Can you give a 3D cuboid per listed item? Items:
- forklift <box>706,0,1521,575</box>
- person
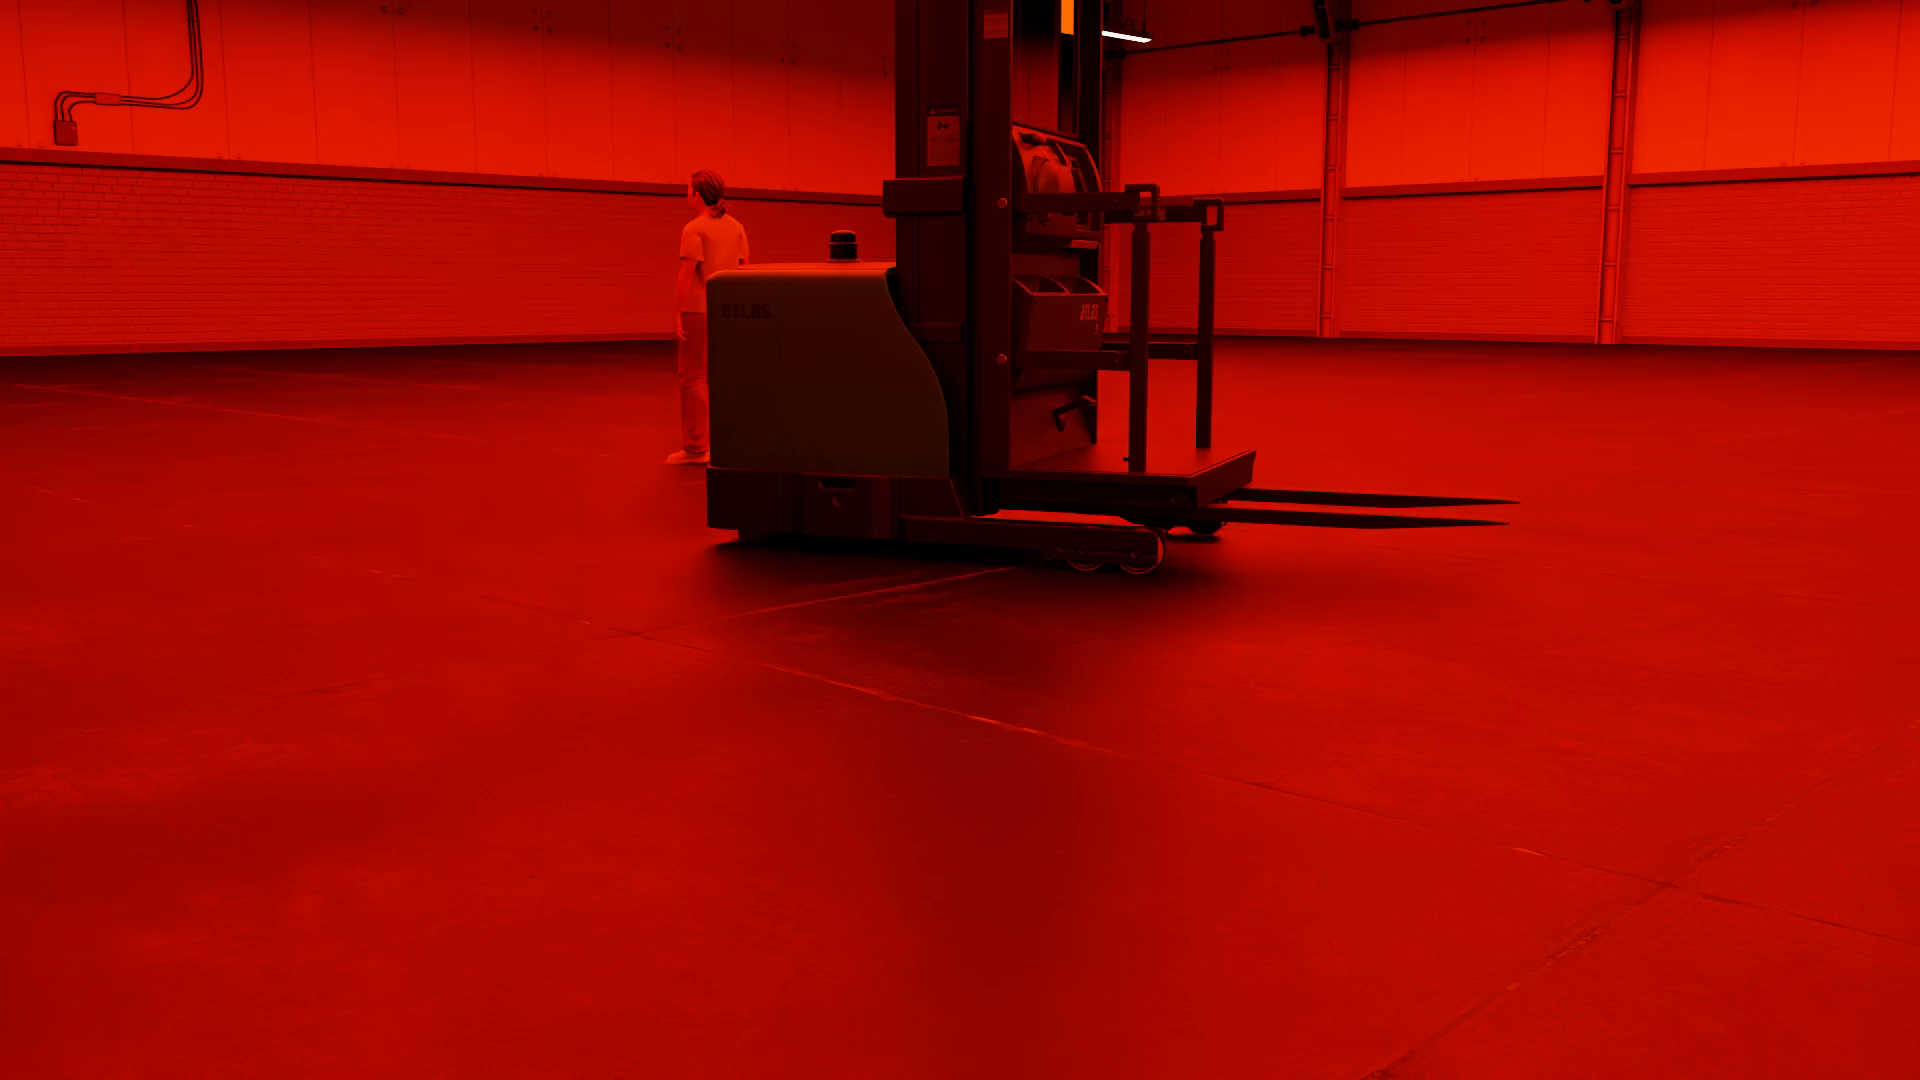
[{"bbox_3d":[0.565,-1.416,6.275,3.031,2.935,1.130,3,9,22],"label":"forklift"},{"bbox_3d":[-1.480,-1.270,9.580,0.493,1.678,0.538,7,11,40],"label":"person"}]
